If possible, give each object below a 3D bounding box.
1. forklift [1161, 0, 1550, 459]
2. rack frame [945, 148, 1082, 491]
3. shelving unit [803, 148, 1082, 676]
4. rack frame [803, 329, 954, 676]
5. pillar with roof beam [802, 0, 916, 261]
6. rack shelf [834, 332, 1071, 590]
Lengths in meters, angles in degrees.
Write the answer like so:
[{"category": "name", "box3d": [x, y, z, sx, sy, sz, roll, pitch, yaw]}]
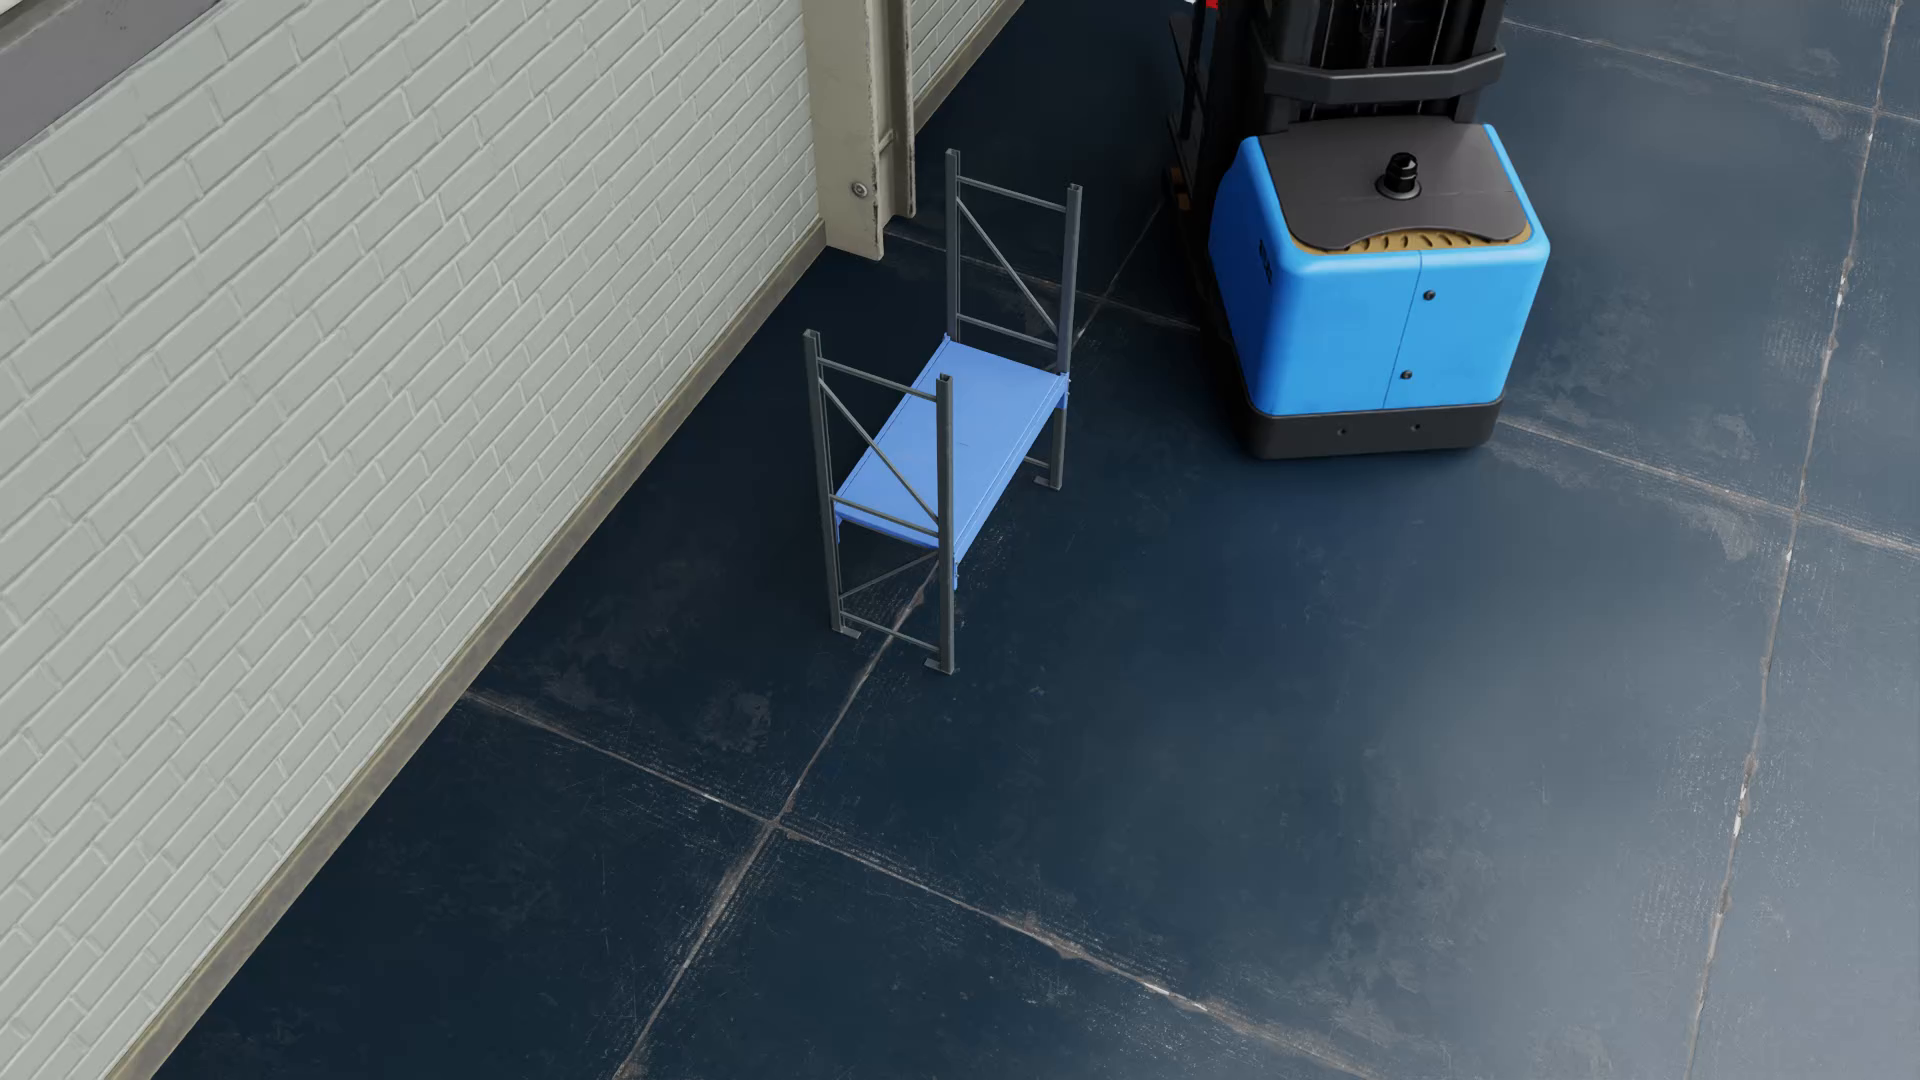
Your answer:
[{"category": "forklift", "box3d": [1.550, -2.406, 6.688, 1.130, 2.935, 3.031, -4, 50, -3]}, {"category": "rack frame", "box3d": [0.181, -0.777, 6.242, 0.500, 1.500, 0.032, 20, 52, 16]}, {"category": "shelving unit", "box3d": [-0.036, -0.427, 5.944, 0.538, 1.500, 1.048, 20, 52, 16]}, {"category": "rack frame", "box3d": [-0.254, -0.077, 5.646, 0.500, 1.500, 0.032, 20, 52, 16]}, {"category": "pillar with roof beam", "box3d": [3.463, -2.987, 3.198, 9.100, 9.000, 0.400, 20, 52, 16]}, {"category": "rack shelf", "box3d": [-0.036, -0.311, 6.081, 0.538, 0.185, 1.000, 20, 52, 16]}]
